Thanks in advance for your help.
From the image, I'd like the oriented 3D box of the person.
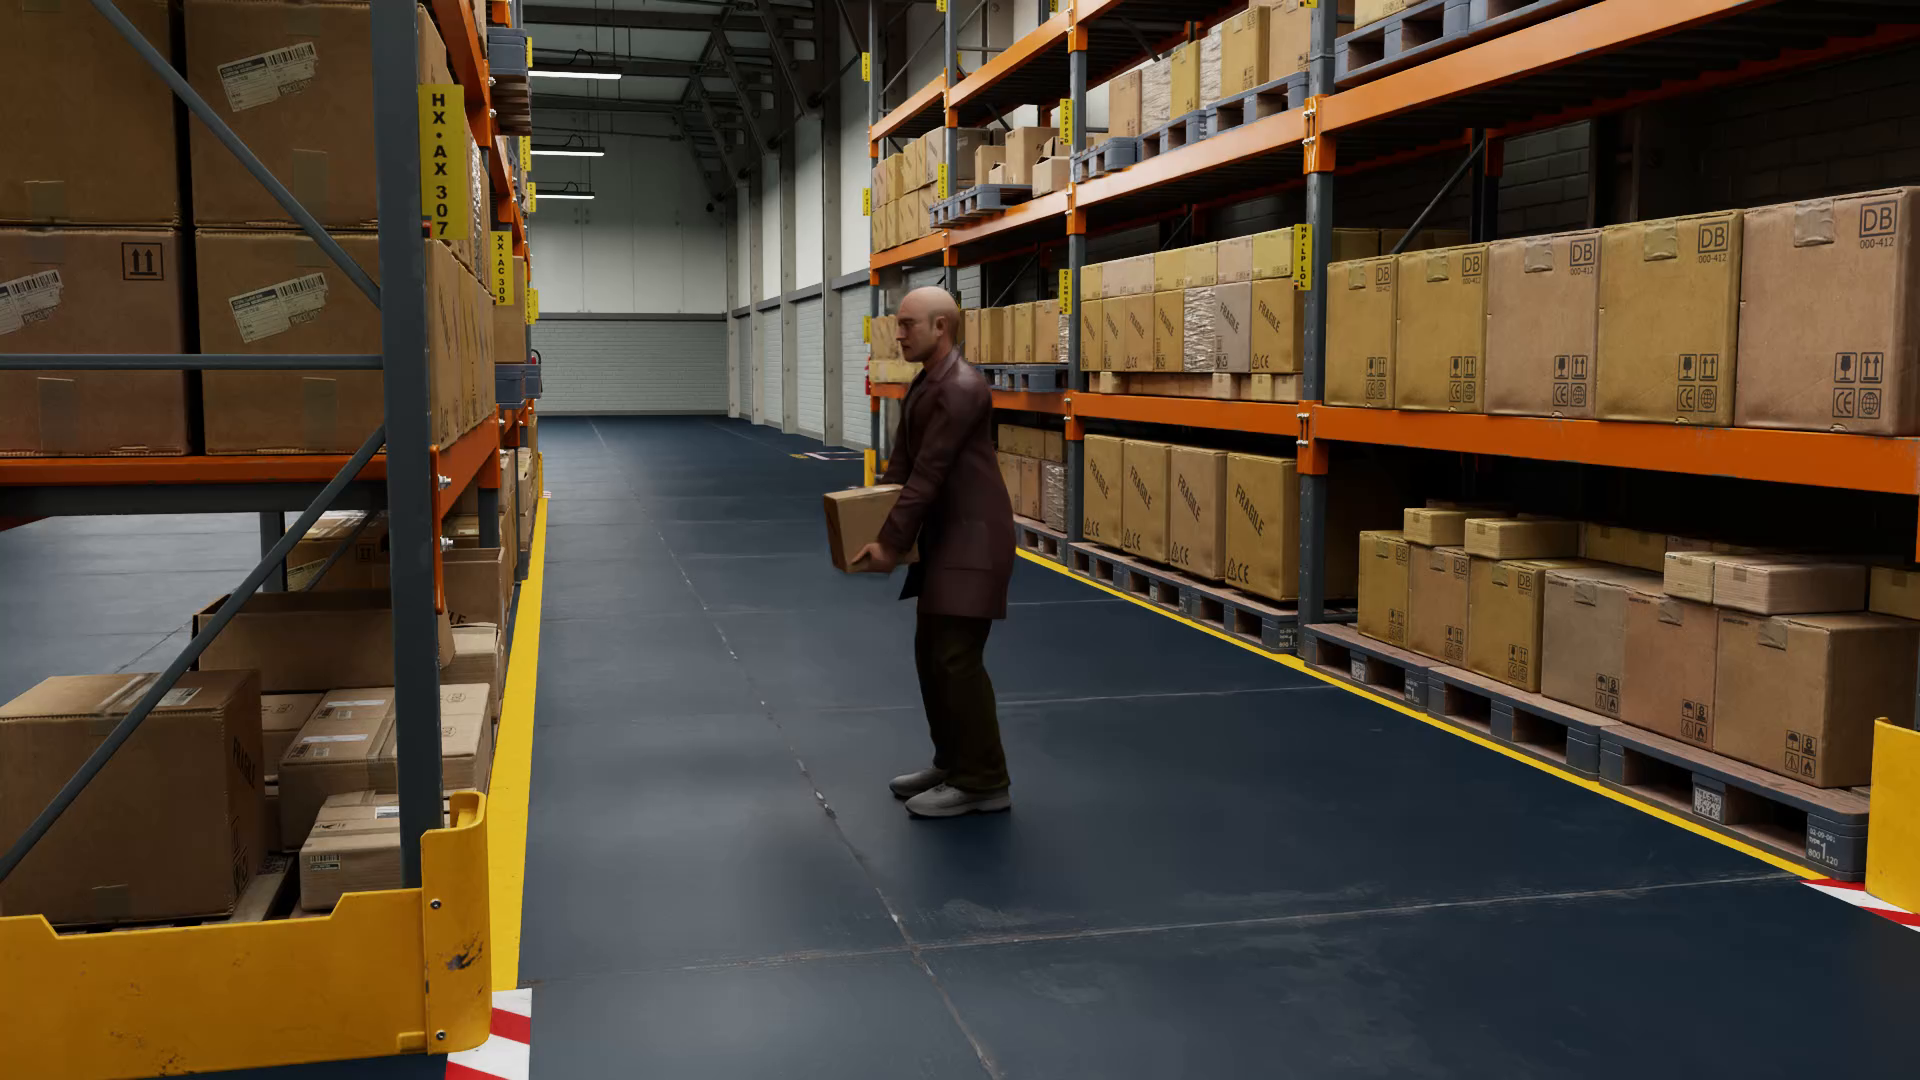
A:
[{"bbox_3d":[-0.106,0.047,5.633,0.584,1.743,0.533,-2,6,-15],"label":"person"}]
